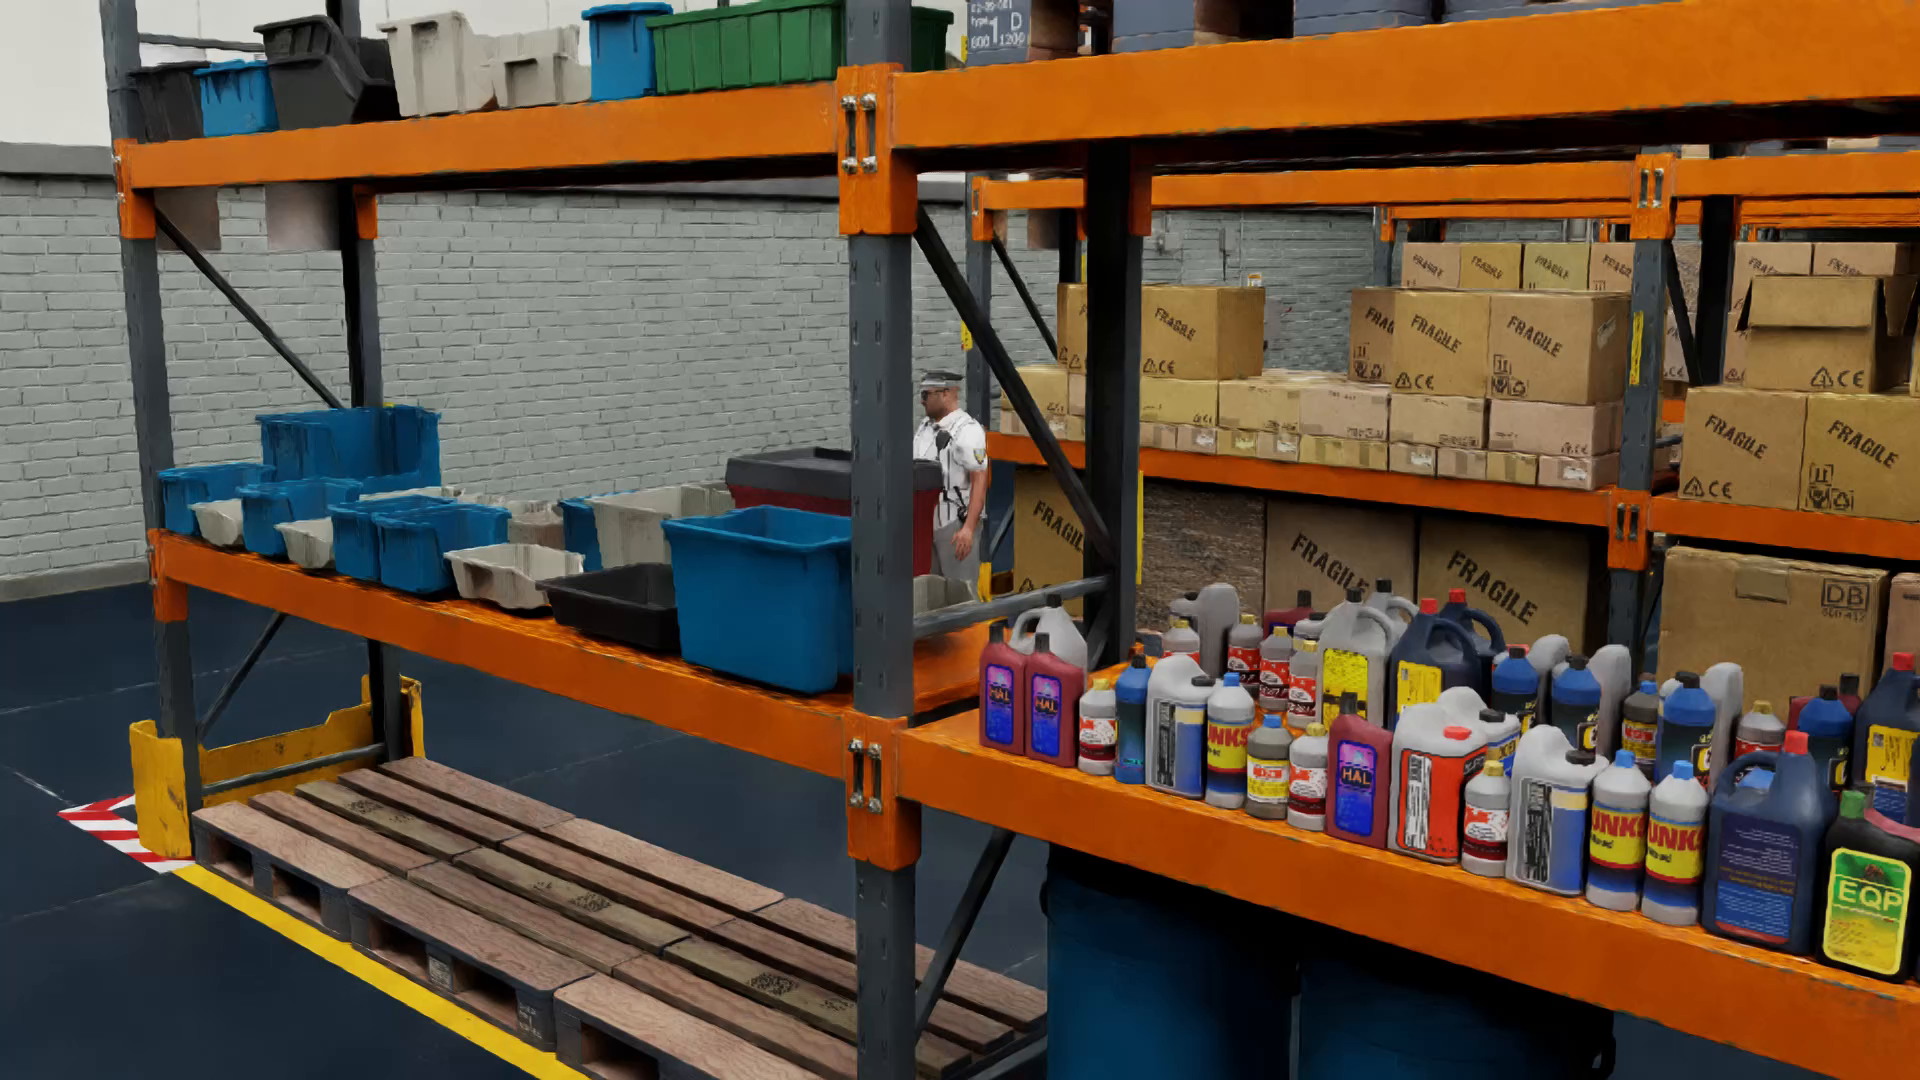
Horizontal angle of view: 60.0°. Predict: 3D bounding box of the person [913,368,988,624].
[{"bbox_3d":[-0.090,-0.065,9.246,0.480,1.780,0.619,-8,13,-38],"label":"person"}]
